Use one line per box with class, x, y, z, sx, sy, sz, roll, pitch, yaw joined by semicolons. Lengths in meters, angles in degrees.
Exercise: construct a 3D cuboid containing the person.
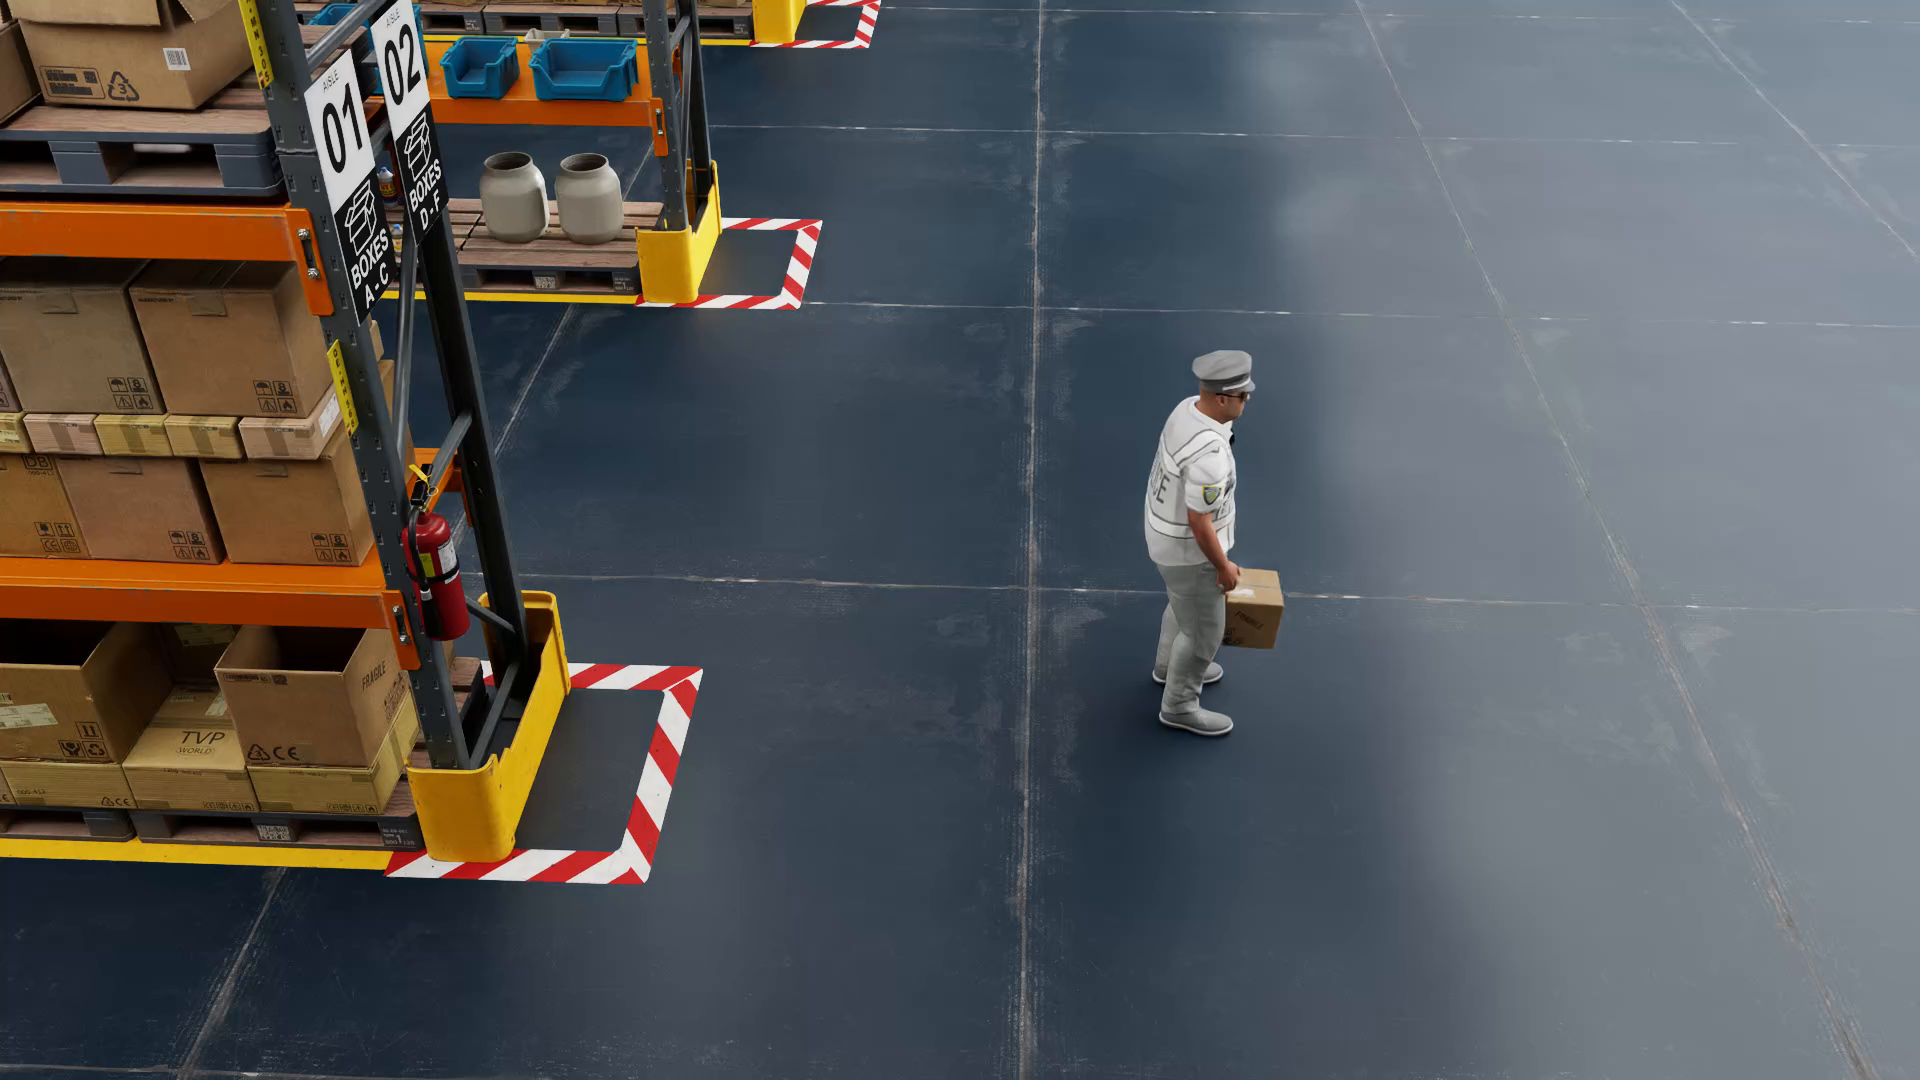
person;1.004;0.000;7.104;0.434;1.755;0.560;0;35;1
